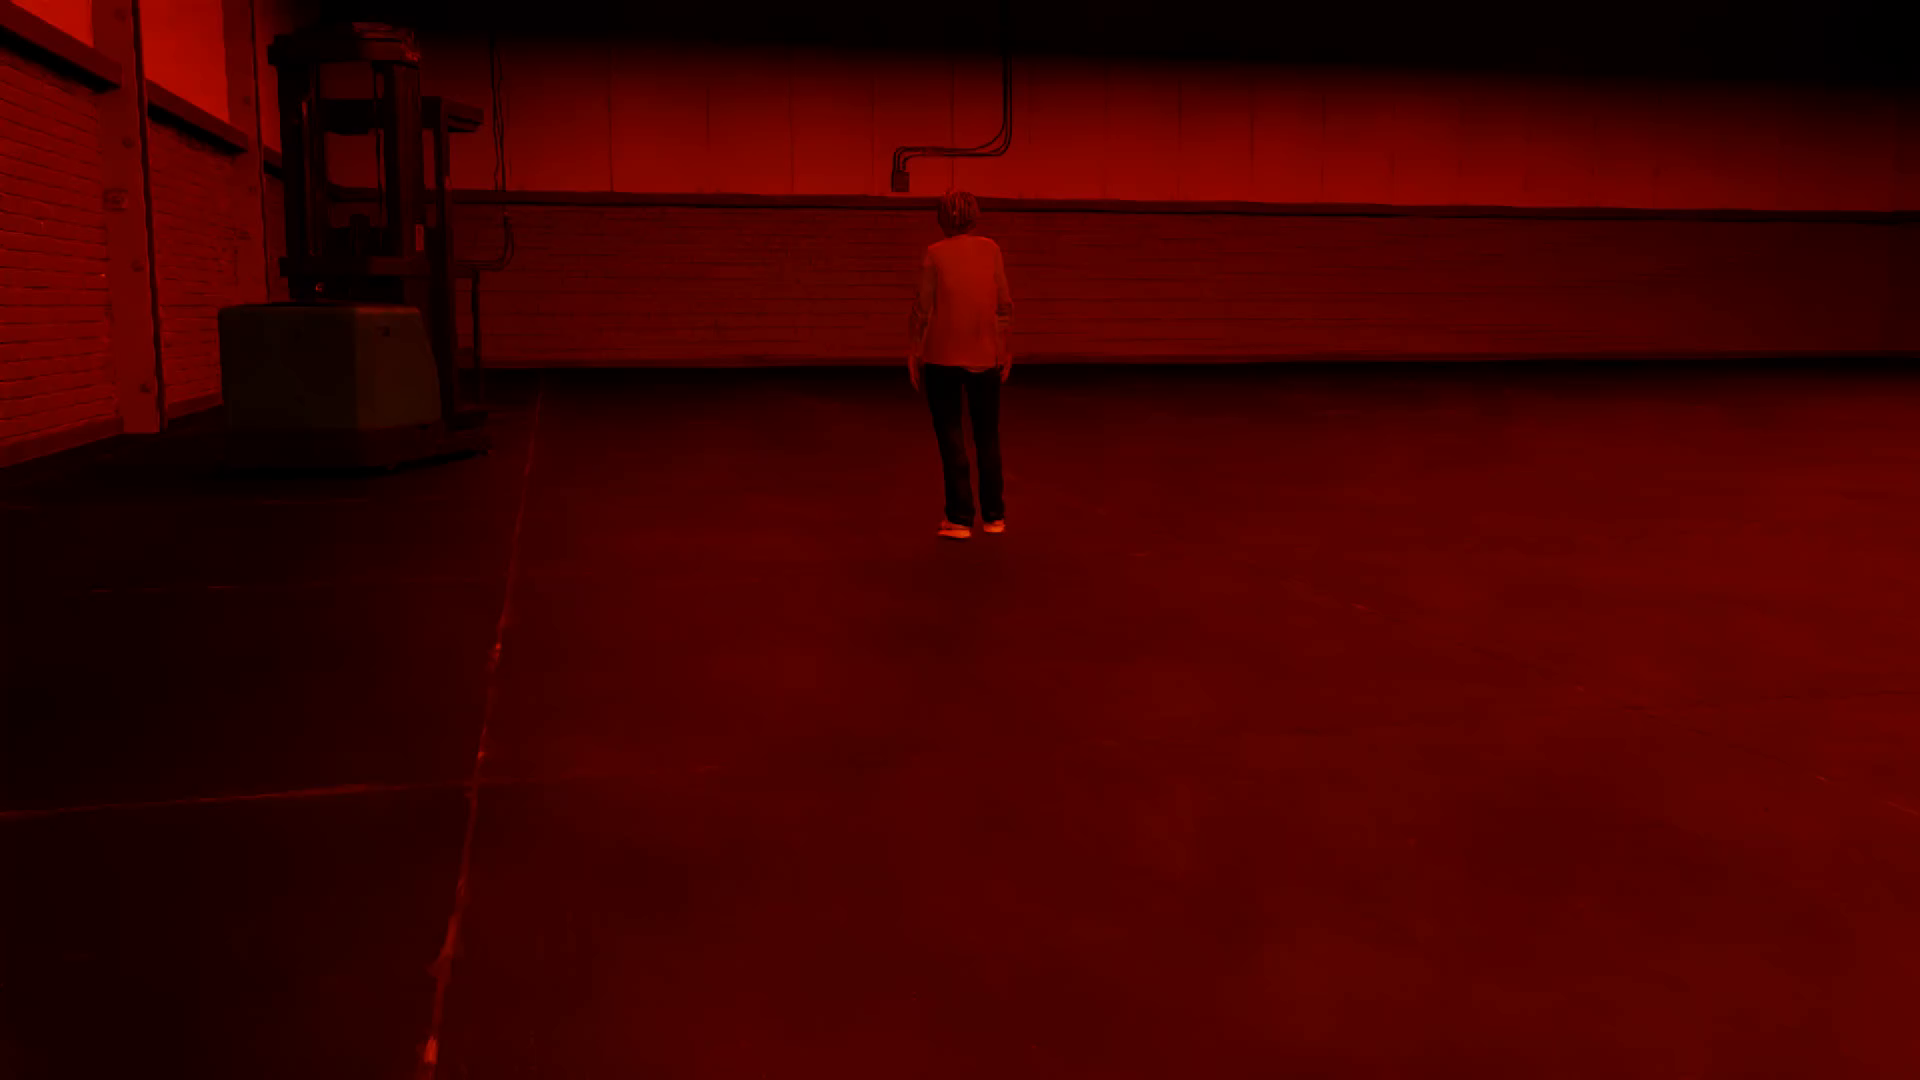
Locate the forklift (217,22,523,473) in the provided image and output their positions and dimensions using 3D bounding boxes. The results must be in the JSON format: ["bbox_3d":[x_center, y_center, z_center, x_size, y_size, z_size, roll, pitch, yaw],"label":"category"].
[{"bbox_3d":[-4.037,-2.057,11.823,1.130,2.935,3.031,1,8,6],"label":"forklift"}]

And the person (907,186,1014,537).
[{"bbox_3d":[-0.004,-0.808,7.670,0.520,1.597,0.474,-2,8,-13],"label":"person"}]
